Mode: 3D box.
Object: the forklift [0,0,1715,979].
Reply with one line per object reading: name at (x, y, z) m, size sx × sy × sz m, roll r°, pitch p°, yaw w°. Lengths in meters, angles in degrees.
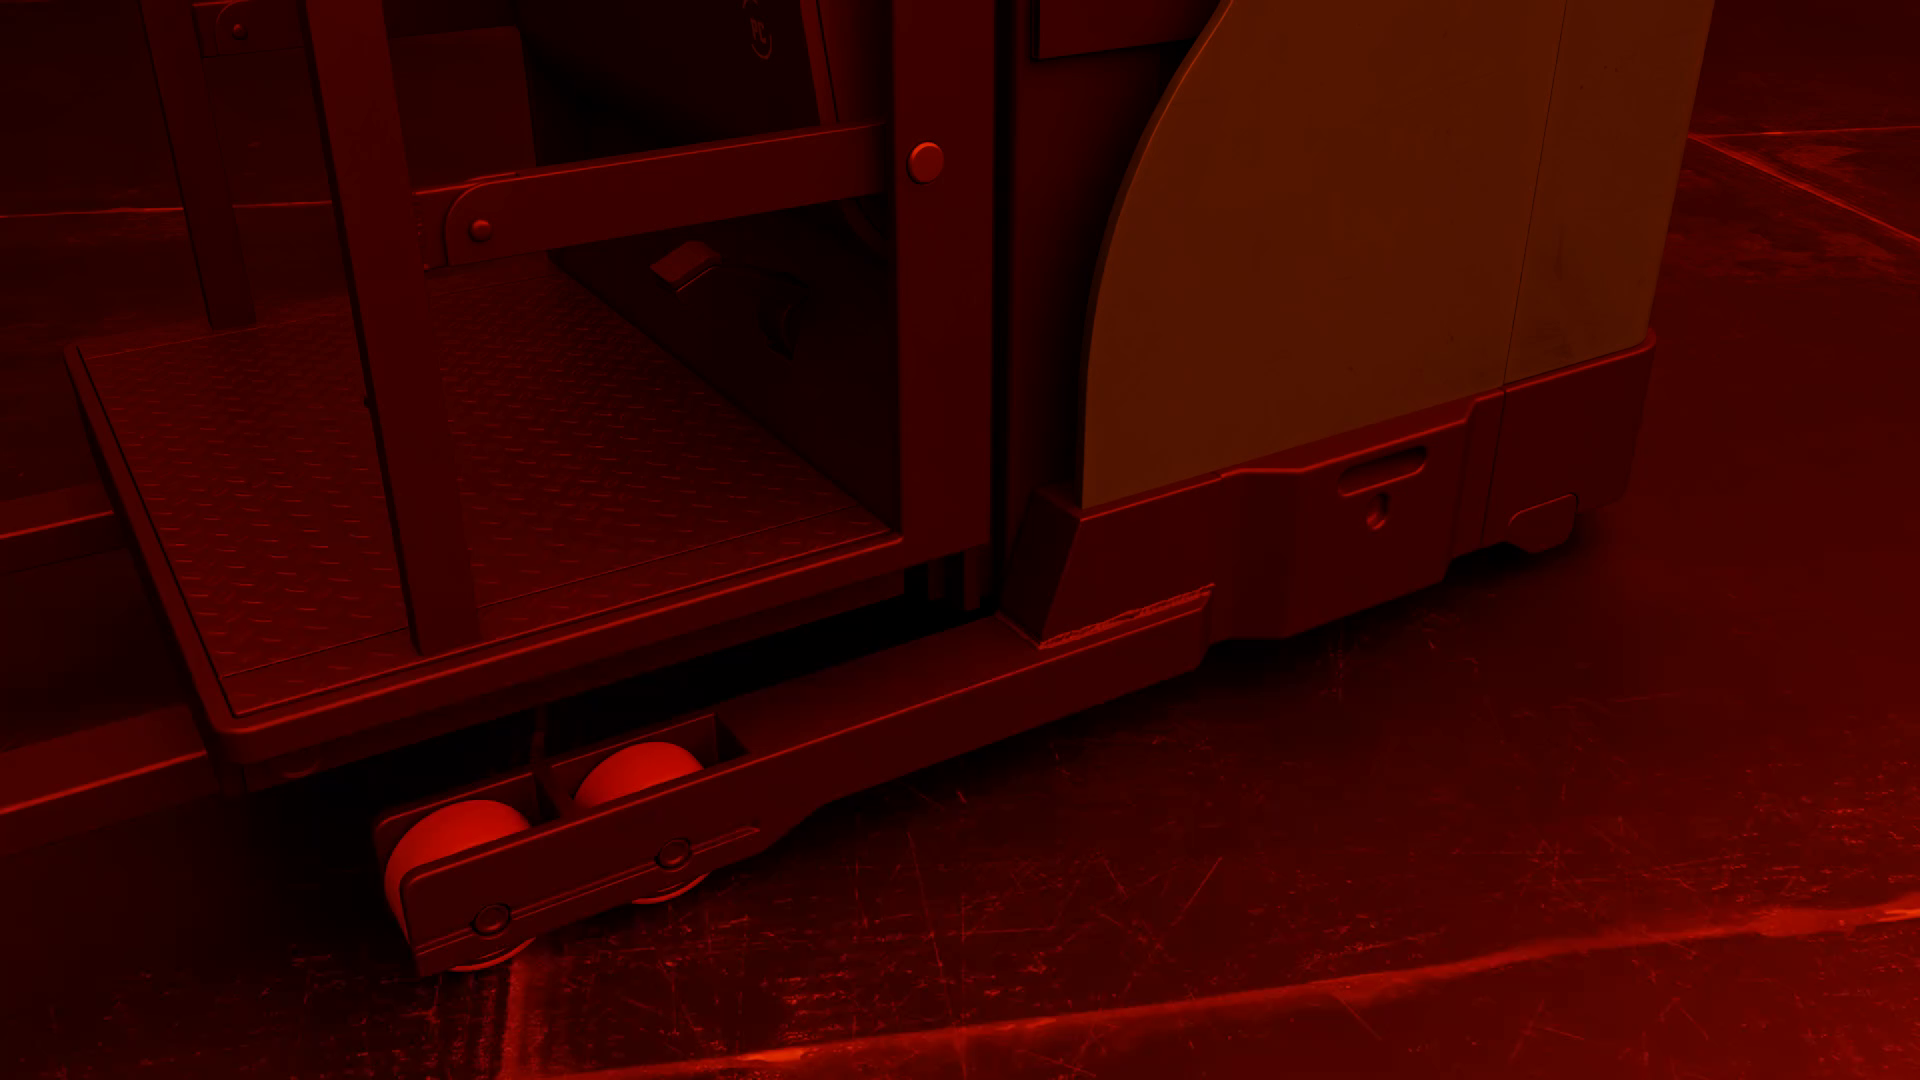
forklift at (-0.516, -1.144, 1.529) m, size 3.031 × 2.935 × 1.130 m, roll -16°, pitch 32°, yaw -28°
